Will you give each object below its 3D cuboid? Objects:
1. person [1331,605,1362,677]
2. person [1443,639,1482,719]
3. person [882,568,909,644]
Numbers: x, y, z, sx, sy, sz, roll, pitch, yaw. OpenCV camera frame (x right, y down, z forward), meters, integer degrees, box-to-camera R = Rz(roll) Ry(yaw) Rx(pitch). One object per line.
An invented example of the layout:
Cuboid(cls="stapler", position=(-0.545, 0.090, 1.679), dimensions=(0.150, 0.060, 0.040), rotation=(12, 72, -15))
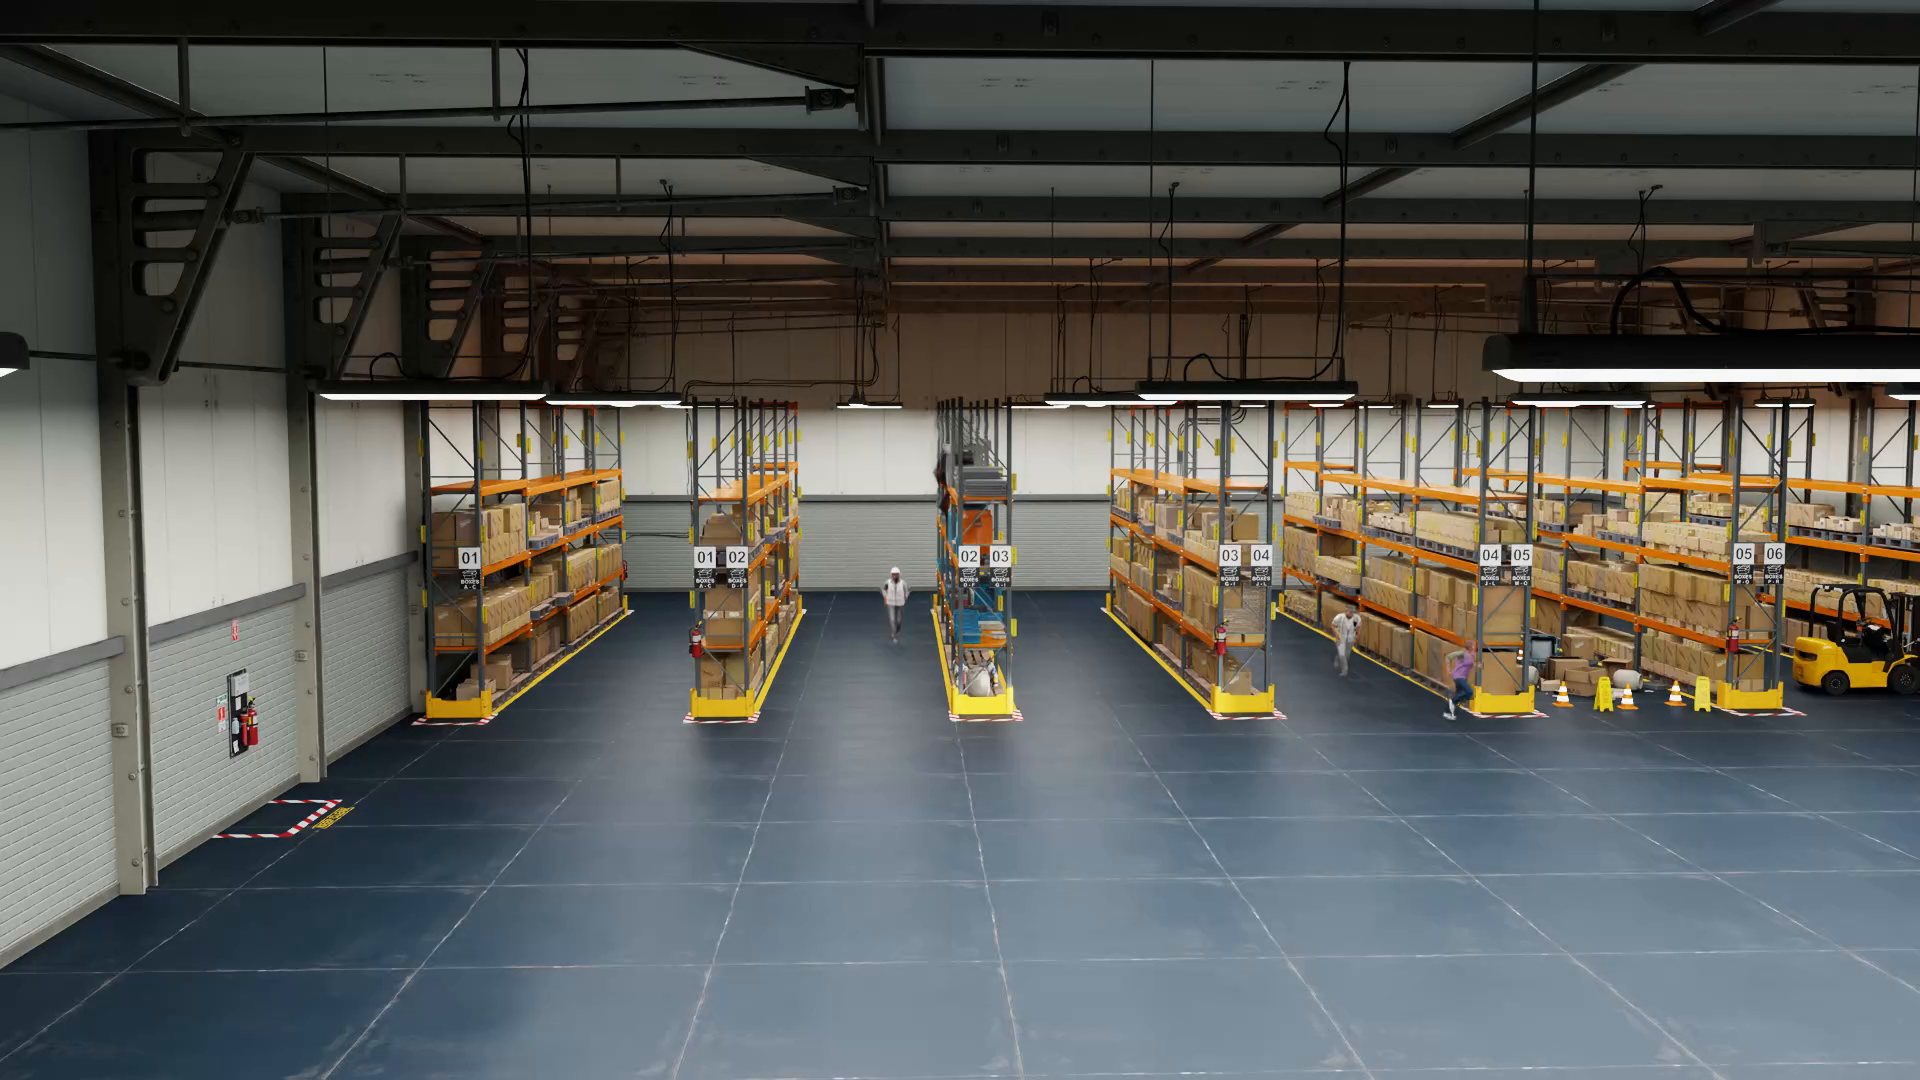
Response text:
Cuboid(cls="person", position=(8.377, 2.162, 36.175), dimensions=(0.670, 1.593, 1.030), rotation=(0, 4, -3))
Cuboid(cls="person", position=(9.308, 2.580, 30.807), dimensions=(0.738, 1.524, 0.524), rotation=(4, 6, 44))
Cuboid(cls="person", position=(-1.531, 1.530, 39.395), dimensions=(0.646, 1.774, 0.811), rotation=(0, 4, -6))
